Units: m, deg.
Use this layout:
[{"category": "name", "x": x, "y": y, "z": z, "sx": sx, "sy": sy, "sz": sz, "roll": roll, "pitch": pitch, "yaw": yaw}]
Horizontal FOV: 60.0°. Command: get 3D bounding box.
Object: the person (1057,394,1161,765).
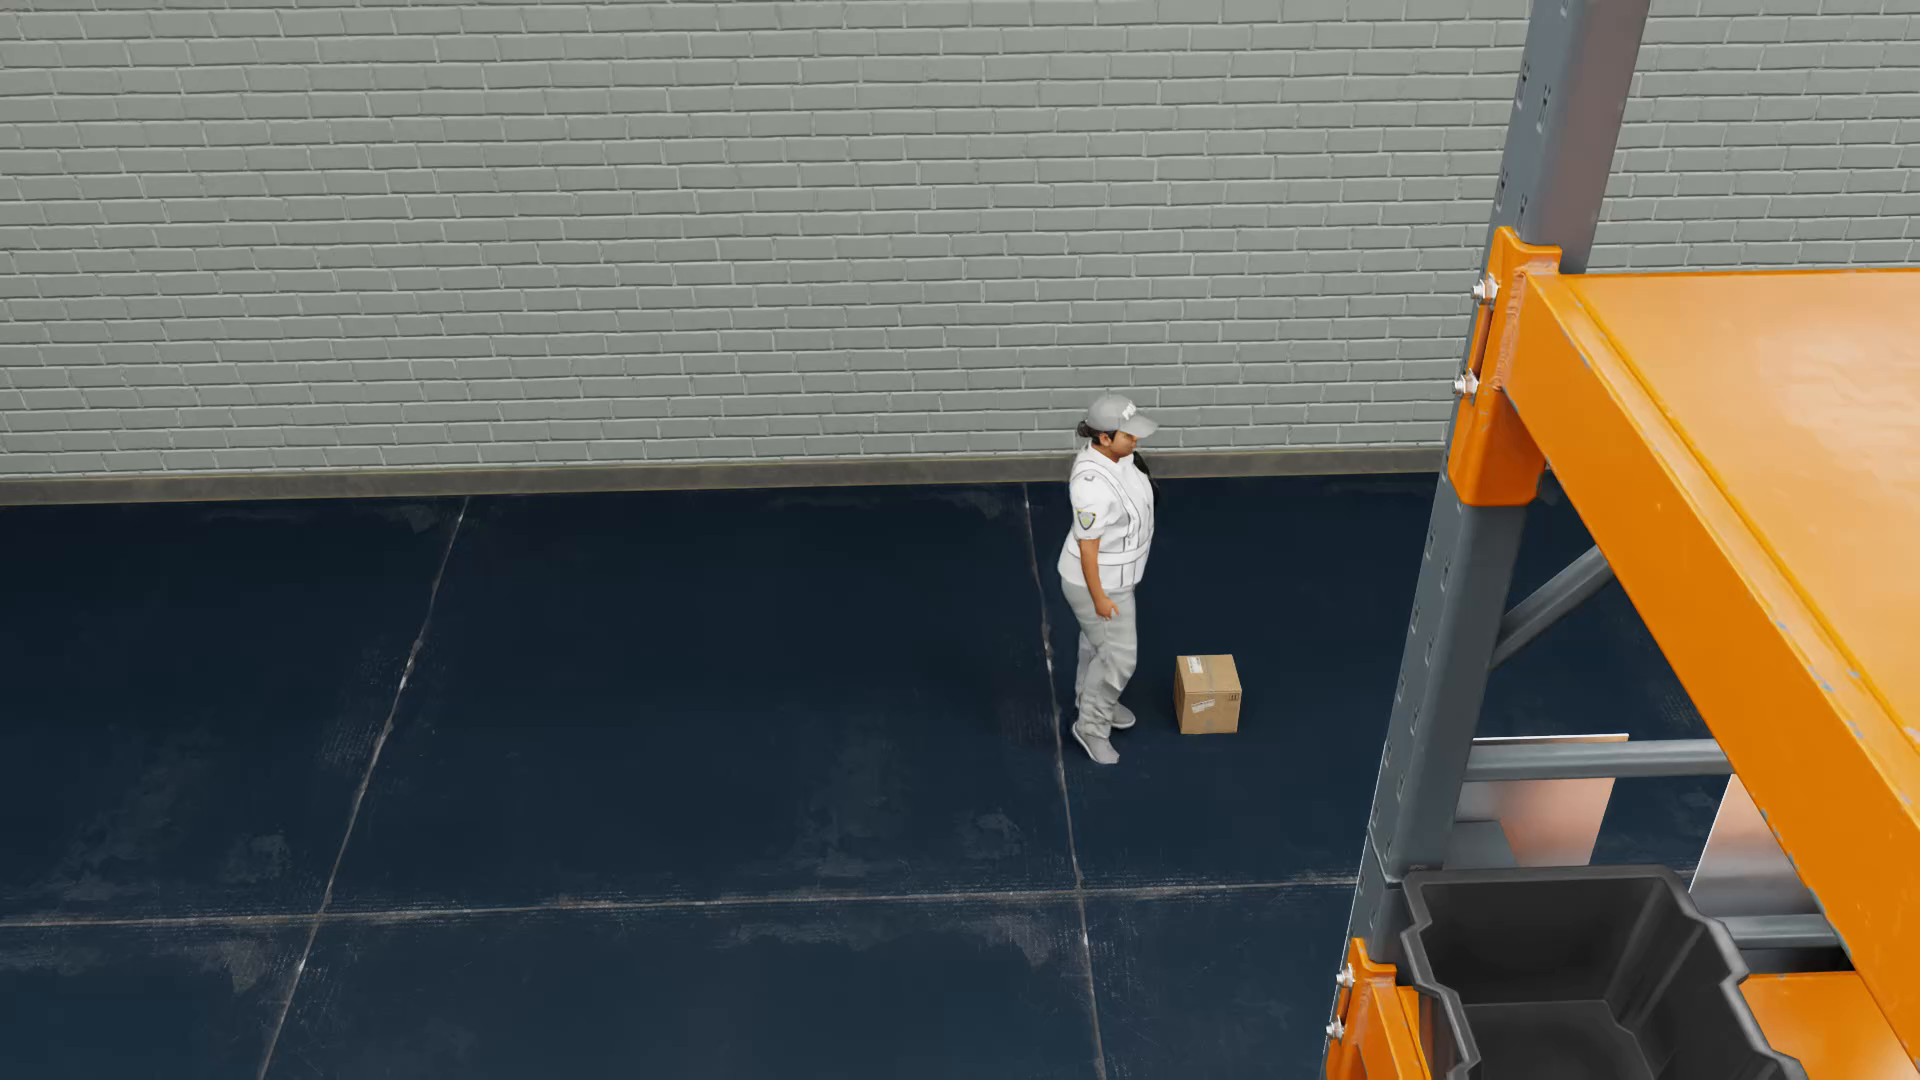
[{"category": "person", "x": 0.602, "y": 0.163, "z": 7.003, "sx": 0.382, "sy": 1.727, "sz": 0.528, "roll": 10, "pitch": 37, "yaw": 13}]
